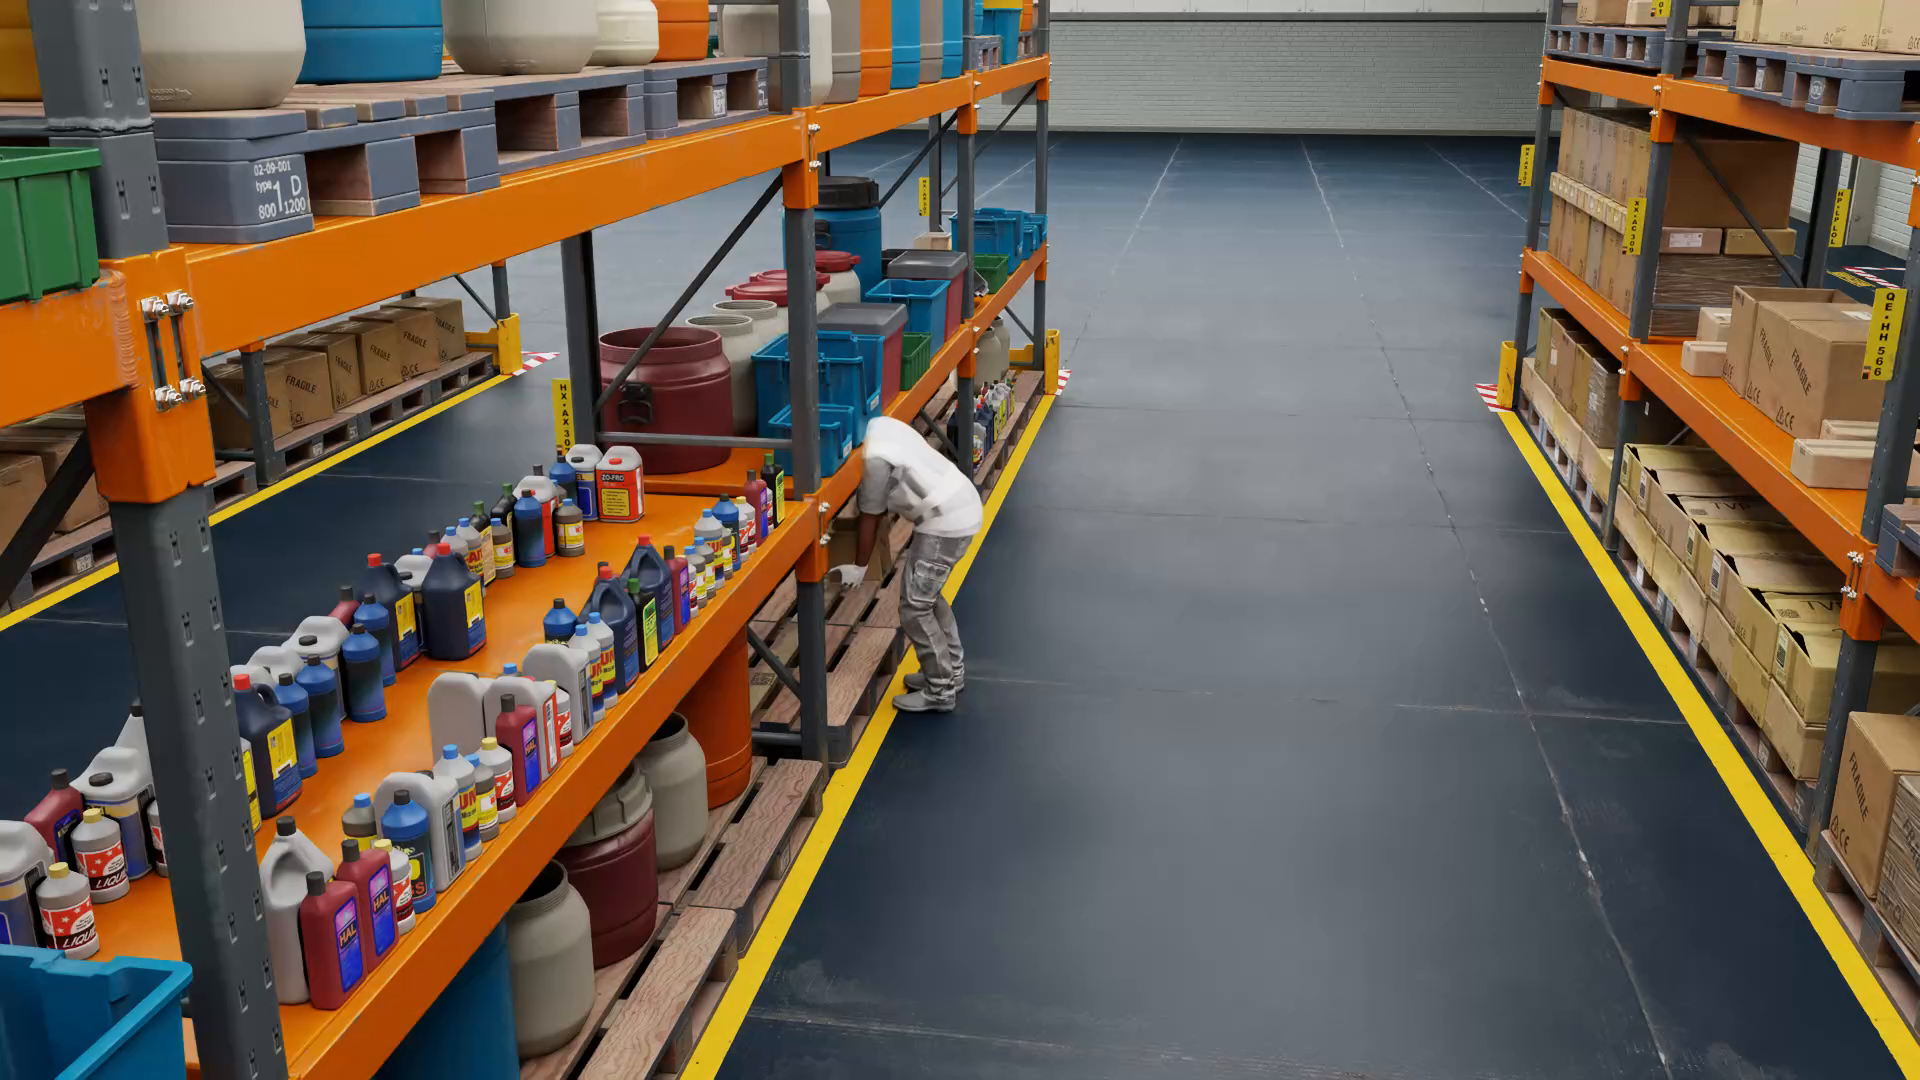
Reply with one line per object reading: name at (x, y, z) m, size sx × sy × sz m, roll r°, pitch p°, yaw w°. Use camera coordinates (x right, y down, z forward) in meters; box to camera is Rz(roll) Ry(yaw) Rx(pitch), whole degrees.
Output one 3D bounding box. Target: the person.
person at (-0.303, 0.029, 7.829) m, size 0.822 × 1.537 × 0.492 m, roll 2°, pitch 18°, yaw 7°
